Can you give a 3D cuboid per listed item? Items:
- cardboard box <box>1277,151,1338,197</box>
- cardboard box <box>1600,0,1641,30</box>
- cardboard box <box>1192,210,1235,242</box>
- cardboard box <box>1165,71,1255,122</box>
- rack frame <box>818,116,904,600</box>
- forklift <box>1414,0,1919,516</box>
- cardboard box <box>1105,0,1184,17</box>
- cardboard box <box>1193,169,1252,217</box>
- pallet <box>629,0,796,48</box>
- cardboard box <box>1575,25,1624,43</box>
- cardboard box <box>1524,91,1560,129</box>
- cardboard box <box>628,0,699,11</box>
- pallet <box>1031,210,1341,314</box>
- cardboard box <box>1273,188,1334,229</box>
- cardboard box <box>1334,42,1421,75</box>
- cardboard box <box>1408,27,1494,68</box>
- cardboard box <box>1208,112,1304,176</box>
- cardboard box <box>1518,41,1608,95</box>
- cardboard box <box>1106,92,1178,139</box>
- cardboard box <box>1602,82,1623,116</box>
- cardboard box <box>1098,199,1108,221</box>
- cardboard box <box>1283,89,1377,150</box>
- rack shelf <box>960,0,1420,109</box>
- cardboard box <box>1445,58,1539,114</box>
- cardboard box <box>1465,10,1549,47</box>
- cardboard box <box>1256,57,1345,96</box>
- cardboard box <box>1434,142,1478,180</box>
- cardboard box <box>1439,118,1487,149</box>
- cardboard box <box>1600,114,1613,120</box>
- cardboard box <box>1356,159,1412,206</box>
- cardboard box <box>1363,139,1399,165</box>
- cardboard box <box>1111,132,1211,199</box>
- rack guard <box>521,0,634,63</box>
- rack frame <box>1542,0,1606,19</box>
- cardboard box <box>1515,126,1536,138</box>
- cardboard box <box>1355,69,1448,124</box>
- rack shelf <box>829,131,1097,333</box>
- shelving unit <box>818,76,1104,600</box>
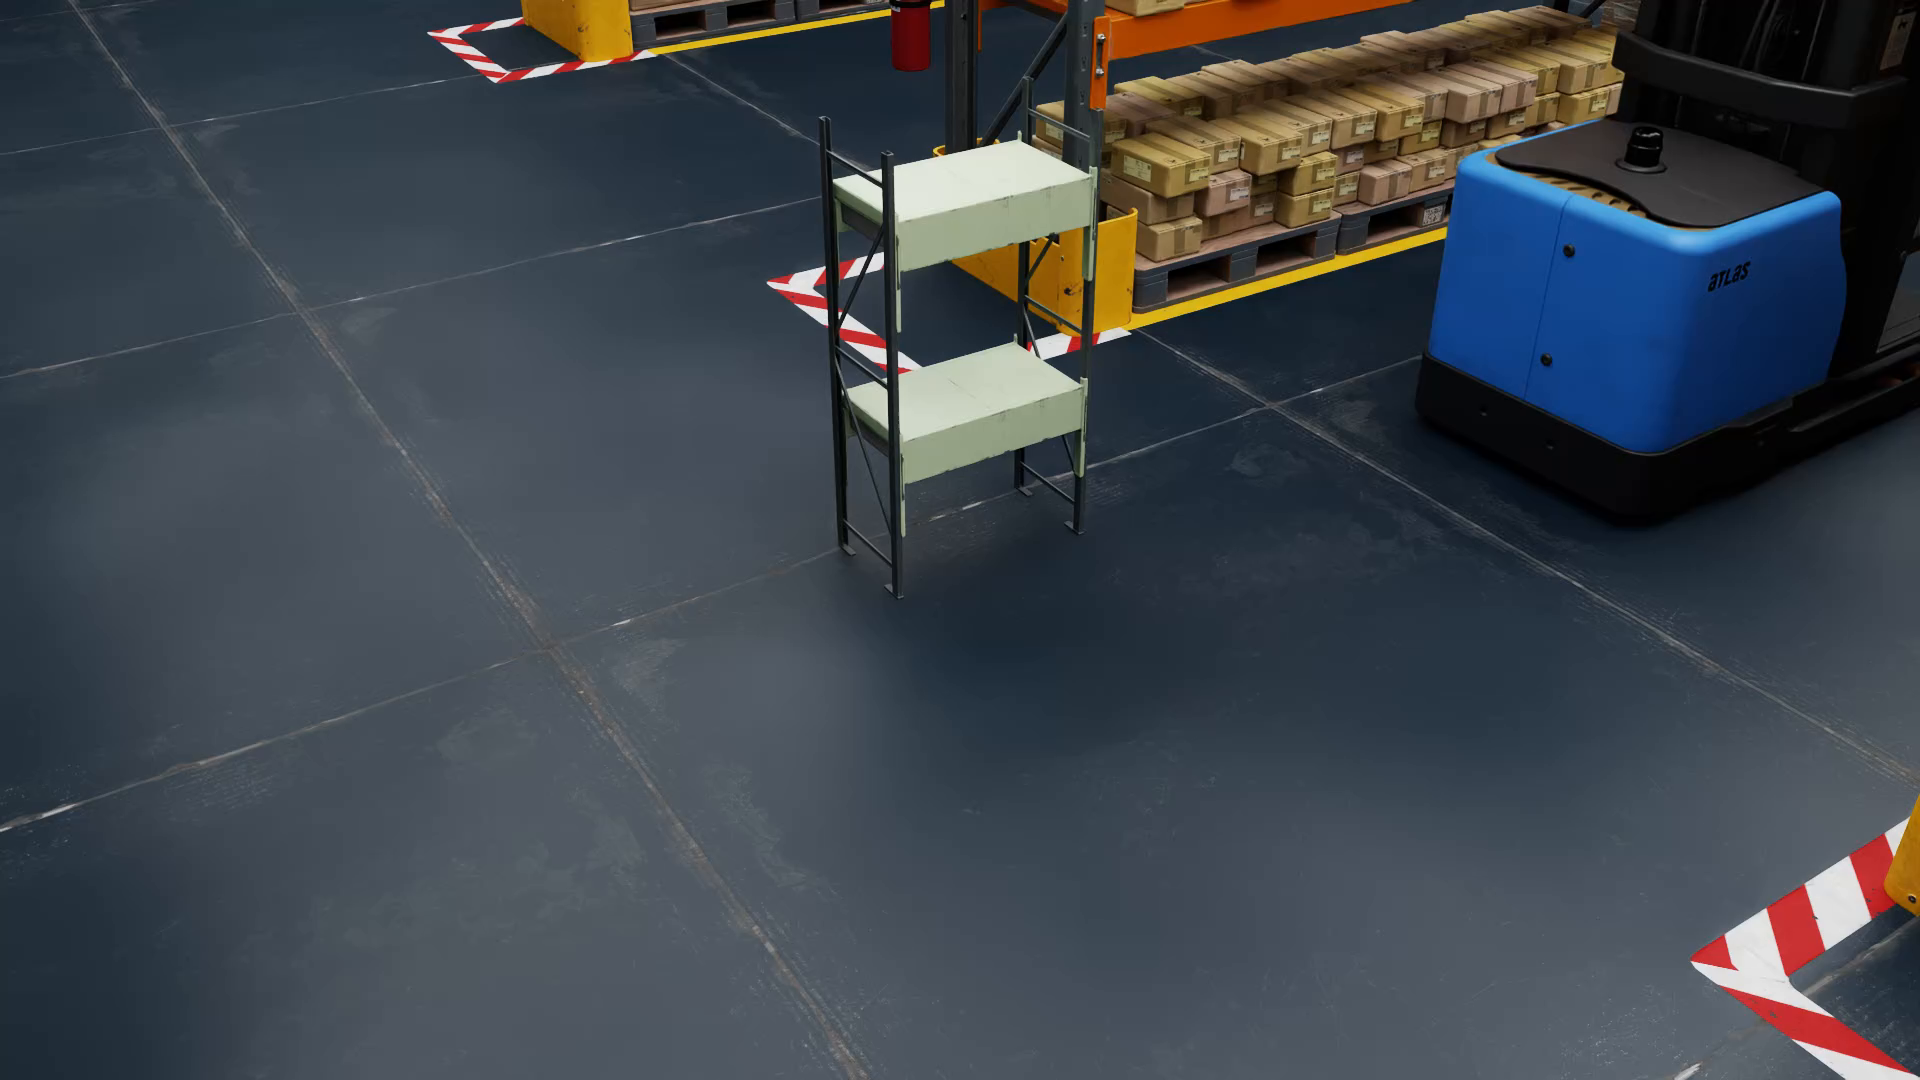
[{"bbox_3d":[1.522,-1.737,7.693,0.250,0.149,0.380,-18,36,-26],"label":"cardboard box"},{"bbox_3d":[4.097,-3.017,9.671,0.500,0.500,0.500,-20,37,-28],"label":"cardboard box"},{"bbox_3d":[1.039,-1.506,7.604,0.250,0.149,0.380,-19,37,-27],"label":"cardboard box"},{"bbox_3d":[1.200,-2.129,8.034,0.250,0.149,0.380,-21,38,-29],"label":"cardboard box"},{"bbox_3d":[-0.302,-0.530,5.185,0.023,1.500,0.400,-19,37,-27],"label":"rack frame"},{"bbox_3d":[3.261,-1.927,6.057,3.031,2.935,1.130,-20,37,-28],"label":"forklift"},{"bbox_3d":[0.699,-2.254,6.747,0.250,0.149,0.380,-19,37,-28],"label":"cardboard box"},{"bbox_3d":[1.090,-1.602,7.477,0.250,0.149,0.380,-19,37,-27],"label":"cardboard box"},{"bbox_3d":[-1.888,-3.691,11.404,1.213,0.211,1.003,-19,37,-27],"label":"pallet"},{"bbox_3d":[3.453,-2.574,8.740,0.250,0.149,0.380,-18,36,-26],"label":"cardboard box"},{"bbox_3d":[2.819,-2.236,8.483,0.250,0.149,0.380,-19,37,-27],"label":"cardboard box"},{"bbox_3d":[-2.017,-3.934,11.183,0.875,0.438,0.875,-20,38,-29],"label":"cardboard box"},{"bbox_3d":[1.015,-1.475,7.891,1.213,0.211,1.003,-19,37,-27],"label":"pallet"},{"bbox_3d":[1.518,-1.605,7.762,0.250,0.149,0.380,-18,37,-27],"label":"cardboard box"},{"bbox_3d":[2.111,-2.400,8.464,0.250,0.149,0.380,-21,38,-29],"label":"cardboard box"},{"bbox_3d":[2.553,-2.553,8.706,0.250,0.149,0.380,-20,37,-28],"label":"cardboard box"},{"bbox_3d":[1.322,-1.785,7.490,0.250,0.149,0.380,-19,37,-27],"label":"cardboard box"},{"bbox_3d":[3.055,-2.407,8.475,0.250,0.149,0.380,-19,37,-28],"label":"cardboard box"},{"bbox_3d":[0.799,-1.951,7.752,0.250,0.149,0.380,-18,37,-26],"label":"cardboard box"},{"bbox_3d":[3.298,-2.350,8.664,0.250,0.149,0.380,-21,38,-29],"label":"cardboard box"},{"bbox_3d":[0.579,-1.631,7.803,0.250,0.149,0.380,-18,37,-26],"label":"cardboard box"},{"bbox_3d":[1.723,-1.970,7.782,0.250,0.149,0.380,-17,36,-25],"label":"cardboard box"},{"bbox_3d":[1.930,-2.688,7.873,4.000,0.370,1.077,-19,37,-27],"label":"rack shelf"},{"bbox_3d":[2.617,-2.247,8.222,0.250,0.149,0.380,-21,38,-30],"label":"cardboard box"},{"bbox_3d":[2.946,-2.734,8.993,0.250,0.149,0.380,-17,36,-25],"label":"cardboard box"},{"bbox_3d":[1.677,-2.258,8.239,0.250,0.149,0.380,-20,38,-29],"label":"cardboard box"},{"bbox_3d":[2.341,-1.931,8.278,0.250,0.149,0.380,-18,37,-26],"label":"cardboard box"},{"bbox_3d":[2.379,-2.086,8.244,0.250,0.149,0.380,-21,38,-29],"label":"cardboard box"},{"bbox_3d":[3.203,-2.238,8.765,0.250,0.149,0.380,-18,36,-26],"label":"cardboard box"},{"bbox_3d":[1.937,-1.755,7.999,0.250,0.149,0.380,-21,38,-30],"label":"cardboard box"},{"bbox_3d":[1.899,-1.954,8.035,0.250,0.149,0.380,-17,36,-25],"label":"cardboard box"},{"bbox_3d":[0.874,-1.636,7.253,0.250,0.149,0.380,-21,38,-29],"label":"cardboard box"},{"bbox_3d":[-2.538,-3.540,10.893,0.348,0.500,1.175,-19,37,-27],"label":"rack guard"},{"bbox_3d":[3.611,-3.570,8.598,0.127,3.000,1.000,-19,37,-27],"label":"rack frame"},{"bbox_3d":[2.728,-2.111,8.564,0.250,0.149,0.380,-20,37,-28],"label":"cardboard box"},{"bbox_3d":[2.129,-2.141,8.054,0.250,0.149,0.380,-19,37,-27],"label":"cardboard box"},{"bbox_3d":[0.006,-0.966,5.145,0.720,0.370,0.431,-19,37,-27],"label":"rack shelf"},{"bbox_3d":[0.006,-0.636,5.353,0.755,1.500,0.431,-19,37,-27],"label":"shelving unit"}]
